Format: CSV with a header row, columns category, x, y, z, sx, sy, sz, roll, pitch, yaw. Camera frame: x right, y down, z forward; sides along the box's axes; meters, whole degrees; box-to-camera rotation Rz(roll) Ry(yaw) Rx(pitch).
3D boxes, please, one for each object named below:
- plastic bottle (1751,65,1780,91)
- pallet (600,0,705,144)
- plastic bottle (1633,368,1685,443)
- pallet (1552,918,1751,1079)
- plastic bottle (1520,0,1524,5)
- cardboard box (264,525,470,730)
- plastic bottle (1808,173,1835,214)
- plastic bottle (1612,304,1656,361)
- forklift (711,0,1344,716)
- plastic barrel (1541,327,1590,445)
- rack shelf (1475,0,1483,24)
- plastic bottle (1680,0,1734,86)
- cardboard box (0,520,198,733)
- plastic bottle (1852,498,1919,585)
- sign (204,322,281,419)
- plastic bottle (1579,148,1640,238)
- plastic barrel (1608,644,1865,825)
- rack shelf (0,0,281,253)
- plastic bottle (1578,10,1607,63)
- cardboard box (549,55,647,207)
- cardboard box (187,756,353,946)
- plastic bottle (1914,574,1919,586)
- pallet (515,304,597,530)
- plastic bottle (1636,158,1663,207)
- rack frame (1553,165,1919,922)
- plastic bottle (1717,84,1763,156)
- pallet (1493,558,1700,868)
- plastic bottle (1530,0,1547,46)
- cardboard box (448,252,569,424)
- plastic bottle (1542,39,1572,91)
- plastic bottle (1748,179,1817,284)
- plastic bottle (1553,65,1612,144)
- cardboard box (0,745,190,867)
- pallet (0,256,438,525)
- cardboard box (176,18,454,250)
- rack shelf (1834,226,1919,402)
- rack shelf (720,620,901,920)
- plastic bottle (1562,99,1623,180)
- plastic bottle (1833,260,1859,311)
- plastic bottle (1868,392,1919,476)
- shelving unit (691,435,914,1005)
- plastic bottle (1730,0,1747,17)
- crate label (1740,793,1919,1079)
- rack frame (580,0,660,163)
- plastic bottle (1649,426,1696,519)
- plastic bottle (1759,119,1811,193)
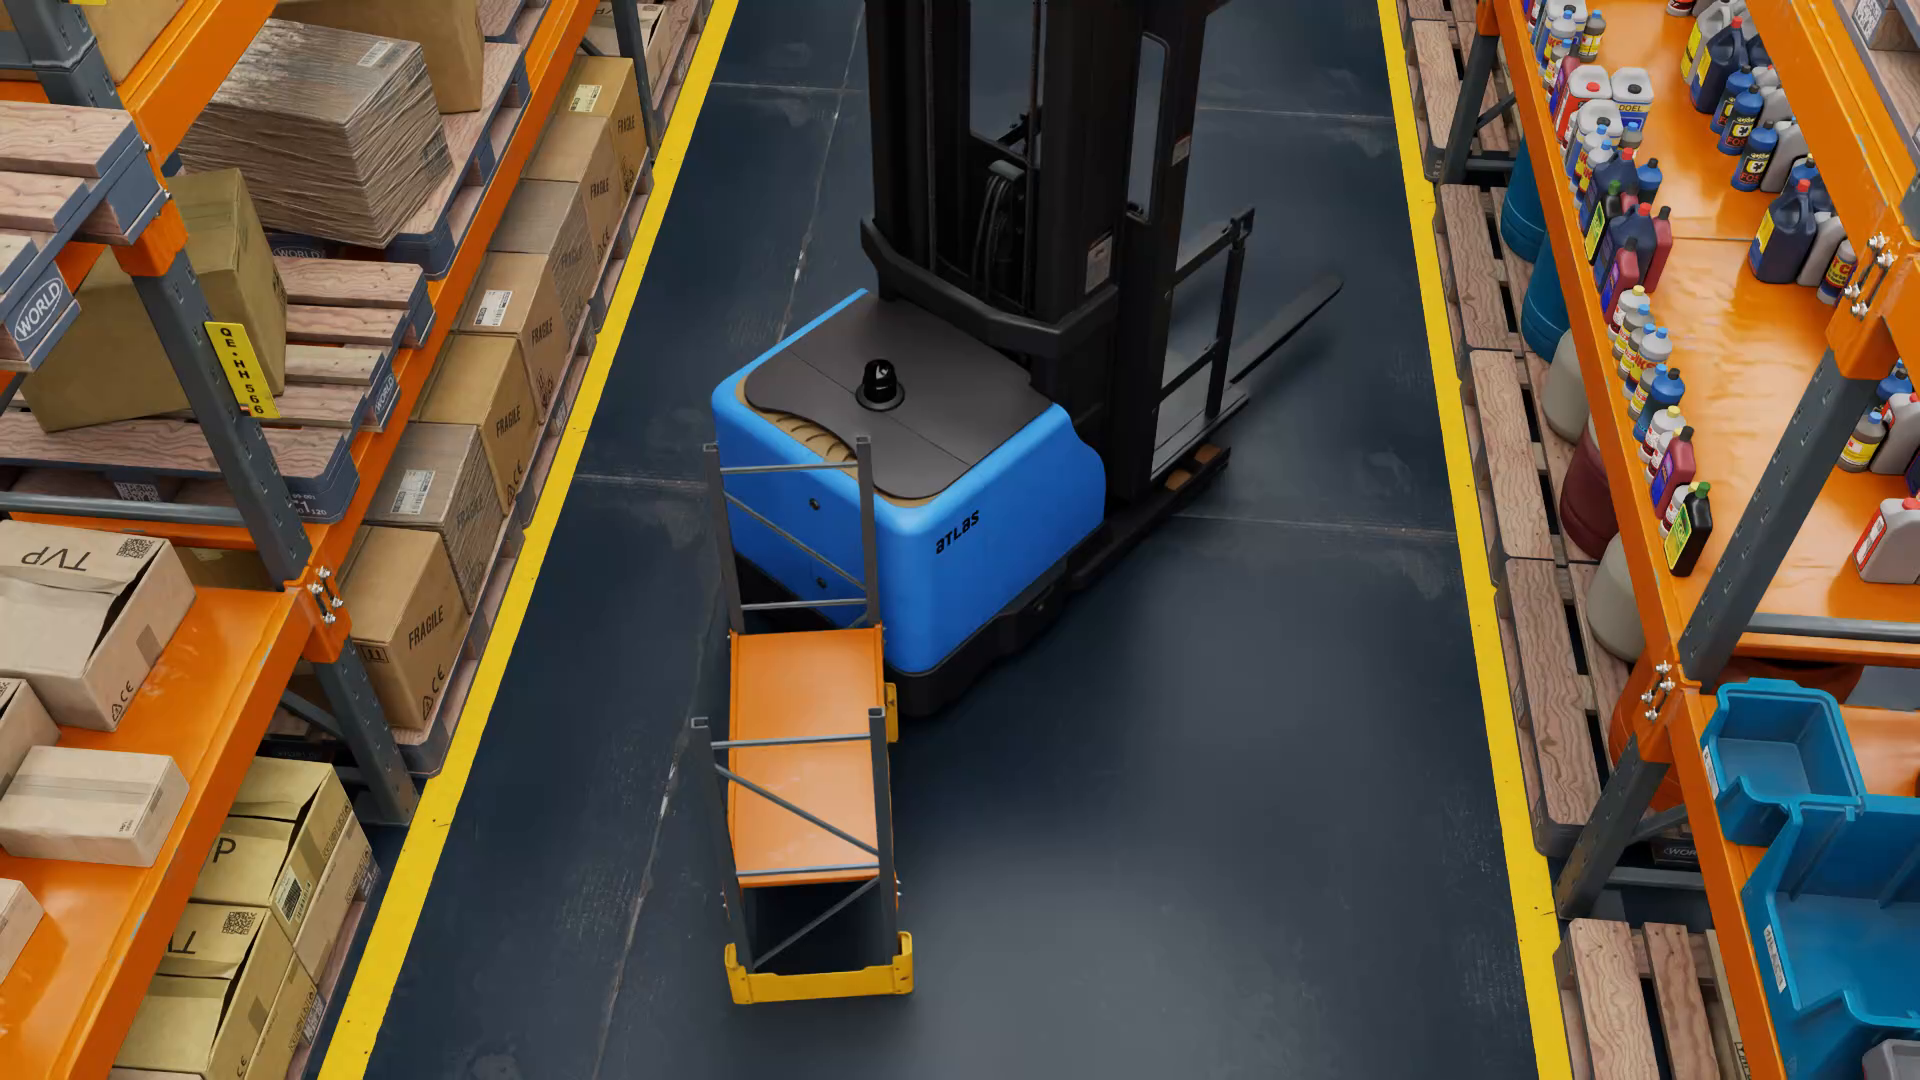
category,x,y,z,sx,sy,sz,roll,pitch,yaw
plastic bottle,3.083,-1.694,6.351,0.152,0.276,0.135,4,48,4
pallet,-1.993,-2.586,8.972,1.003,0.211,1.213,4,48,4
plastic bottle,2.191,-0.426,5.194,0.097,0.271,0.097,0,48,0
pallet,2.402,1.761,4.997,1.003,0.211,1.213,4,48,4
plastic bottle,2.418,-2.406,6.997,0.061,0.283,0.133,4,48,4
cardboard box,-2.095,0.297,5.842,0.500,0.500,0.500,6,48,5
plastic bottle,3.018,-1.163,5.814,0.144,0.351,0.185,4,48,4
plastic bottle,2.227,-0.688,5.482,0.097,0.201,0.097,0,48,0
forklift,0.476,-1.352,6.000,1.130,2.935,3.031,34,56,27
plastic barrel,2.605,-0.661,6.723,0.421,0.512,0.421,0,48,0
rack shelf,3.058,-3.913,8.784,1.077,0.370,4.000,4,48,4
plastic bottle,2.975,-1.982,6.564,0.144,0.351,0.185,4,48,4
cardboard box,-2.497,0.211,4.584,0.500,0.311,0.500,7,48,6
plastic bottle,2.722,-0.012,4.812,0.152,0.276,0.135,4,48,4
sign,-1.868,-0.439,4.334,0.100,0.325,0.005,4,48,4
plastic bottle,2.313,-1.244,5.889,0.144,0.351,0.185,4,48,4
plastic barrel,2.539,0.483,5.462,0.600,0.830,0.708,4,48,4
rack shelf,-2.238,-2.322,5.296,1.077,0.370,4.000,4,48,4
plastic bottle,2.547,-2.041,6.719,0.097,0.201,0.097,0,48,0
cardboard box,-1.816,-1.945,7.892,0.500,0.500,0.500,4,48,3
cardboard box,-2.223,0.915,5.079,0.500,0.311,0.500,5,48,5
plastic bottle,2.873,-0.002,4.803,0.152,0.276,0.135,4,48,4
pallet,-2.201,-0.582,7.139,1.003,0.211,1.213,4,48,4
plastic bottle,2.437,-1.242,5.940,0.097,0.271,0.097,0,48,0
rack frame,2.512,0.253,4.486,1.000,3.000,0.127,4,48,4
plastic bottle,2.945,-1.589,6.257,0.097,0.271,0.097,0,48,0
pallet,2.542,0.612,6.047,1.003,0.211,1.213,4,48,4
plastic bottle,2.405,-2.147,6.768,0.097,0.271,0.097,0,48,0
cardboard box,-1.959,-0.840,6.882,0.500,0.500,0.500,2,48,2
plastic bottle,2.375,-1.881,6.572,0.097,0.201,0.097,0,48,0
plastic bottle,2.854,-1.074,5.733,0.144,0.351,0.185,4,48,4
plastic bottle,2.370,-1.650,6.310,0.152,0.276,0.135,4,48,4
cardboard box,-2.228,0.681,4.264,0.380,0.149,0.250,4,48,4
pallet,-2.429,-0.521,5.324,1.213,0.211,1.003,4,48,4
cardboard box,-2.202,-1.388,5.635,0.700,0.500,0.500,12,49,11
rack shelf,2.329,0.953,2.300,1.077,0.370,4.000,4,48,4
rack shelf,-0.481,0.712,5.327,0.538,0.185,1.000,-3,48,-3
plastic bottle,2.349,-1.479,6.154,0.152,0.276,0.135,4,48,4
plastic bottle,3.024,-0.850,5.574,0.061,0.283,0.133,4,48,4
plastic bottle,2.915,-0.342,5.114,0.152,0.276,0.135,4,48,4
shelving unit,-0.482,0.584,5.200,0.587,1.500,1.083,-3,48,-3
plastic bottle,3.129,-2.065,6.690,0.152,0.276,0.135,4,48,4
crate label,2.152,0.953,3.822,0.502,0.435,0.616,4,48,4
rack frame,-2.056,-3.022,7.482,1.000,3.000,0.127,4,48,4
plastic bottle,2.145,-0.203,4.982,0.061,0.283,0.133,4,48,4
plastic bottle,3.050,-1.425,6.105,0.152,0.276,0.135,4,48,4
